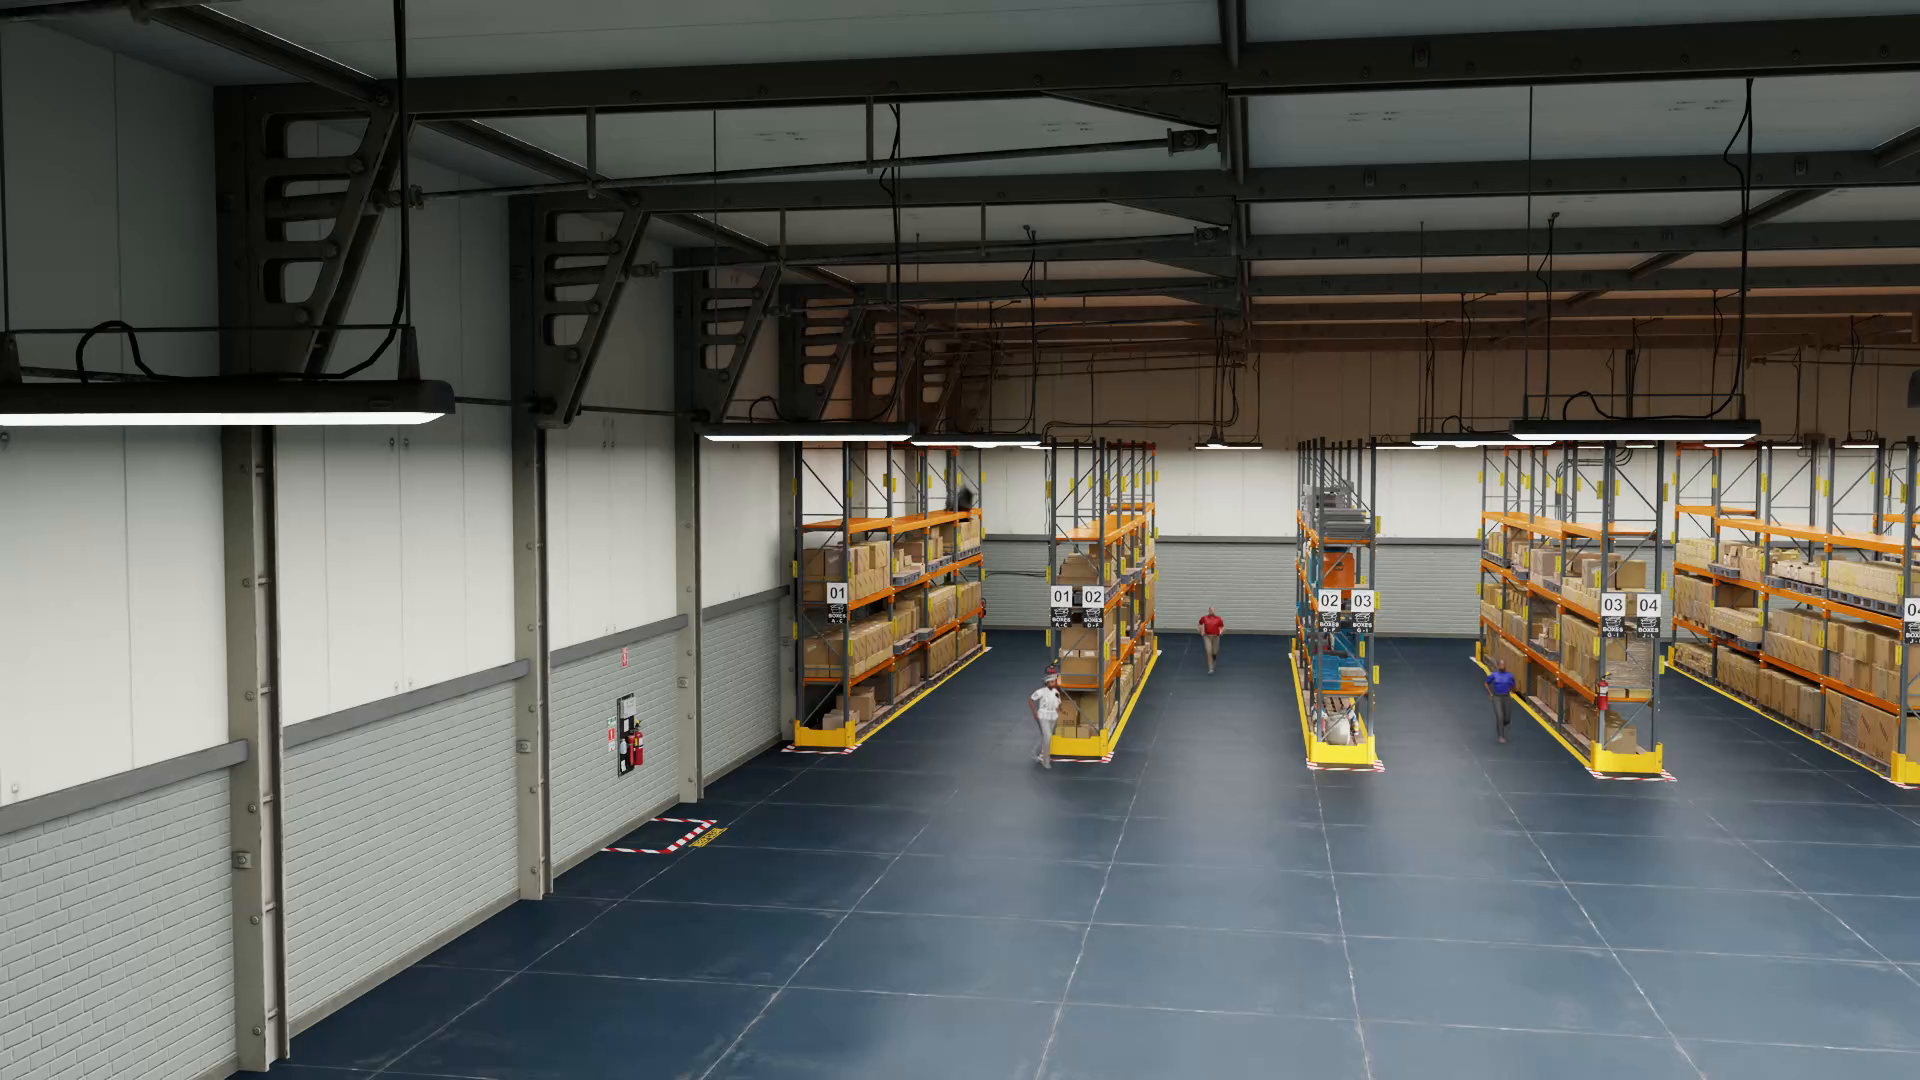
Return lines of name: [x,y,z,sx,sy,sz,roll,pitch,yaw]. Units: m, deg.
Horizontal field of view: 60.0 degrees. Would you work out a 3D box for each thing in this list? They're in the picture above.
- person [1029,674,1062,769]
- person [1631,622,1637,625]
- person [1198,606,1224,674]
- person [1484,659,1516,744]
person: [1.569,3.310,30.355,0.584,1.754,0.739,-2,4,-36]
person: [17.379,2.609,42.245,0.686,1.748,0.671,1,3,16]
person: [6.547,2.590,43.299,0.663,1.731,0.902,0,3,2]
person: [10.692,3.165,32.876,0.588,1.623,0.834,0,3,4]
